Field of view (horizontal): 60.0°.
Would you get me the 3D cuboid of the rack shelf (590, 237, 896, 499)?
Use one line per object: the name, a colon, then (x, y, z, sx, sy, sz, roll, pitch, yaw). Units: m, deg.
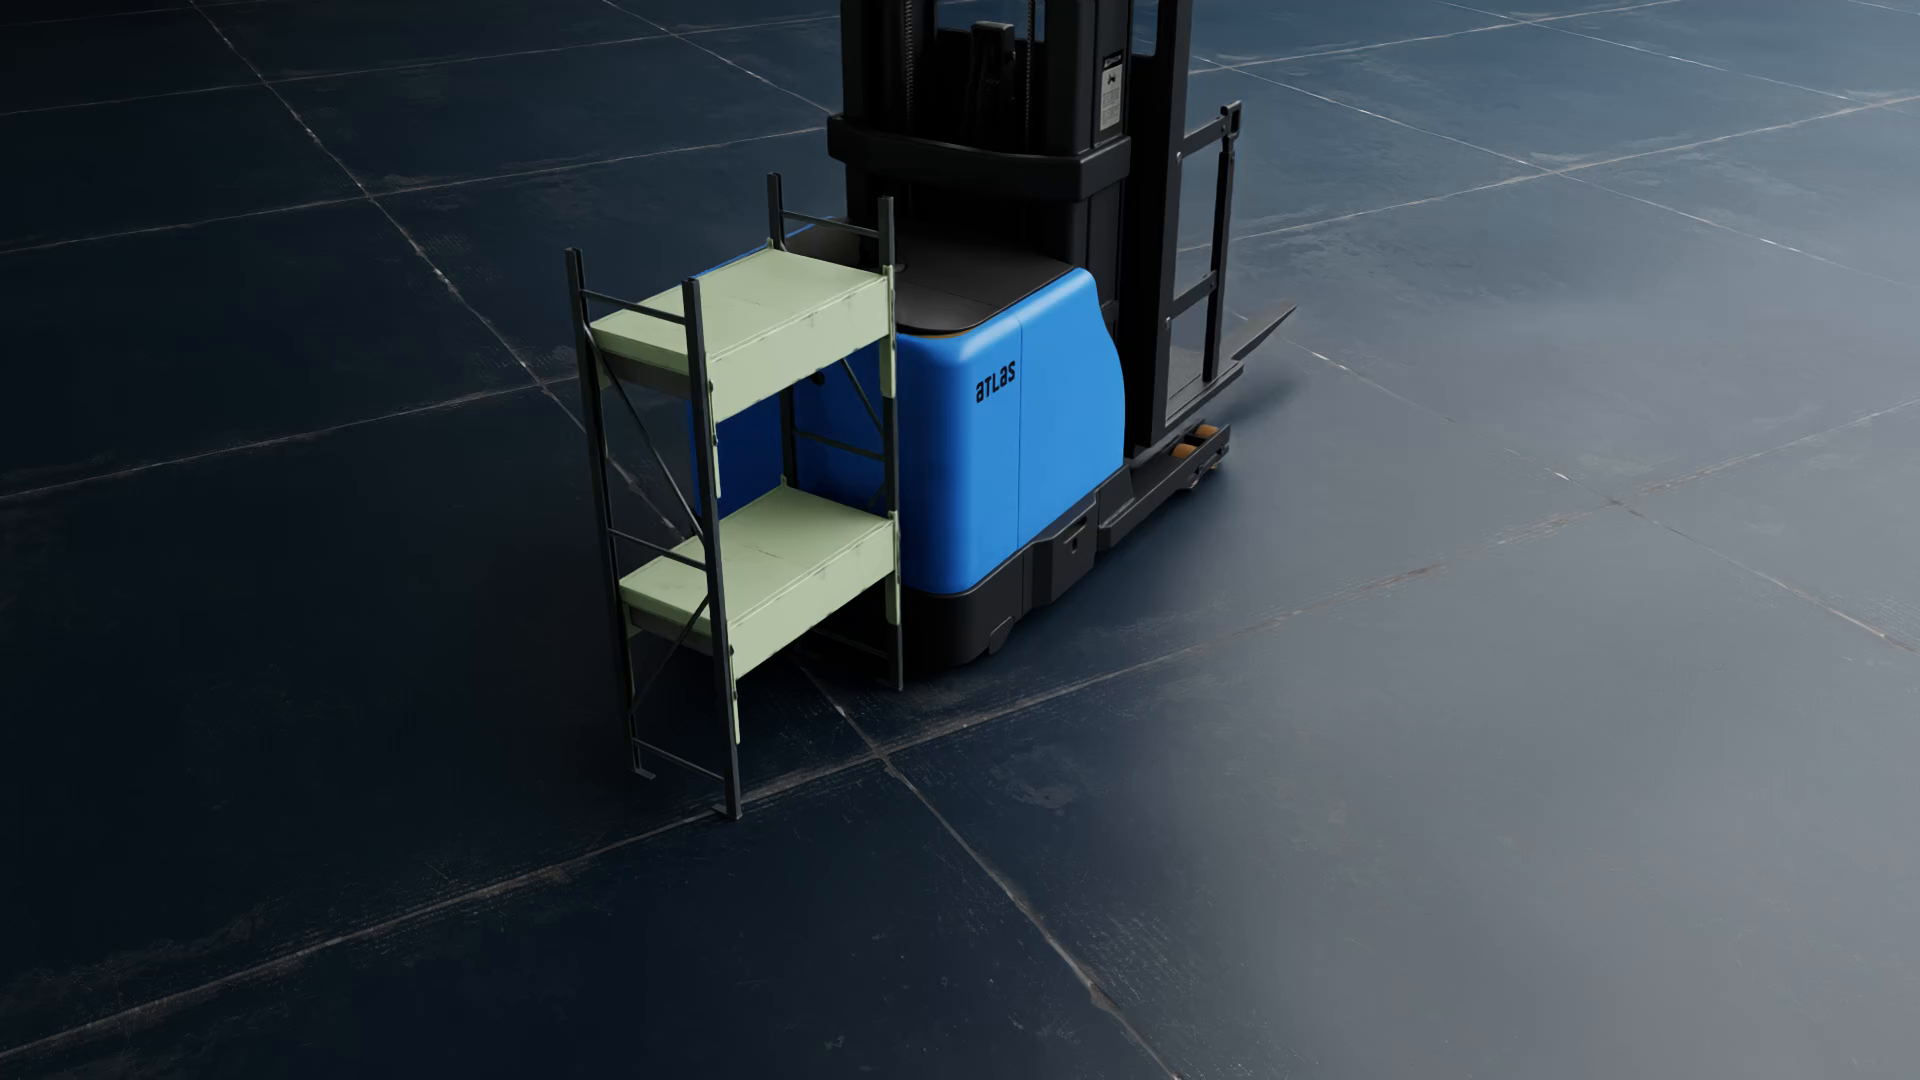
rack shelf: (-0.545, -0.459, 4.221, 0.431, 0.370, 0.720, 18, 34, 29)

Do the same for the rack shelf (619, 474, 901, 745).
rack shelf: (-0.545, 0.168, 4.567, 0.431, 0.370, 0.720, 18, 34, 29)

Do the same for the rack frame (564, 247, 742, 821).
rack frame: (-0.750, 0.030, 4.144, 0.400, 1.500, 0.023, 18, 34, 29)

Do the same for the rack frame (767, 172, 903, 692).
rack frame: (-0.341, -0.264, 4.675, 0.400, 1.500, 0.023, 18, 34, 29)

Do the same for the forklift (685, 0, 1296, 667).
forklift: (0.355, -1.579, 5.577, 1.130, 2.935, 3.031, 17, 33, 28)

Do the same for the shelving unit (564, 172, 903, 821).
shelving unit: (-0.545, -0.117, 4.410, 0.431, 1.500, 0.755, 18, 34, 29)
